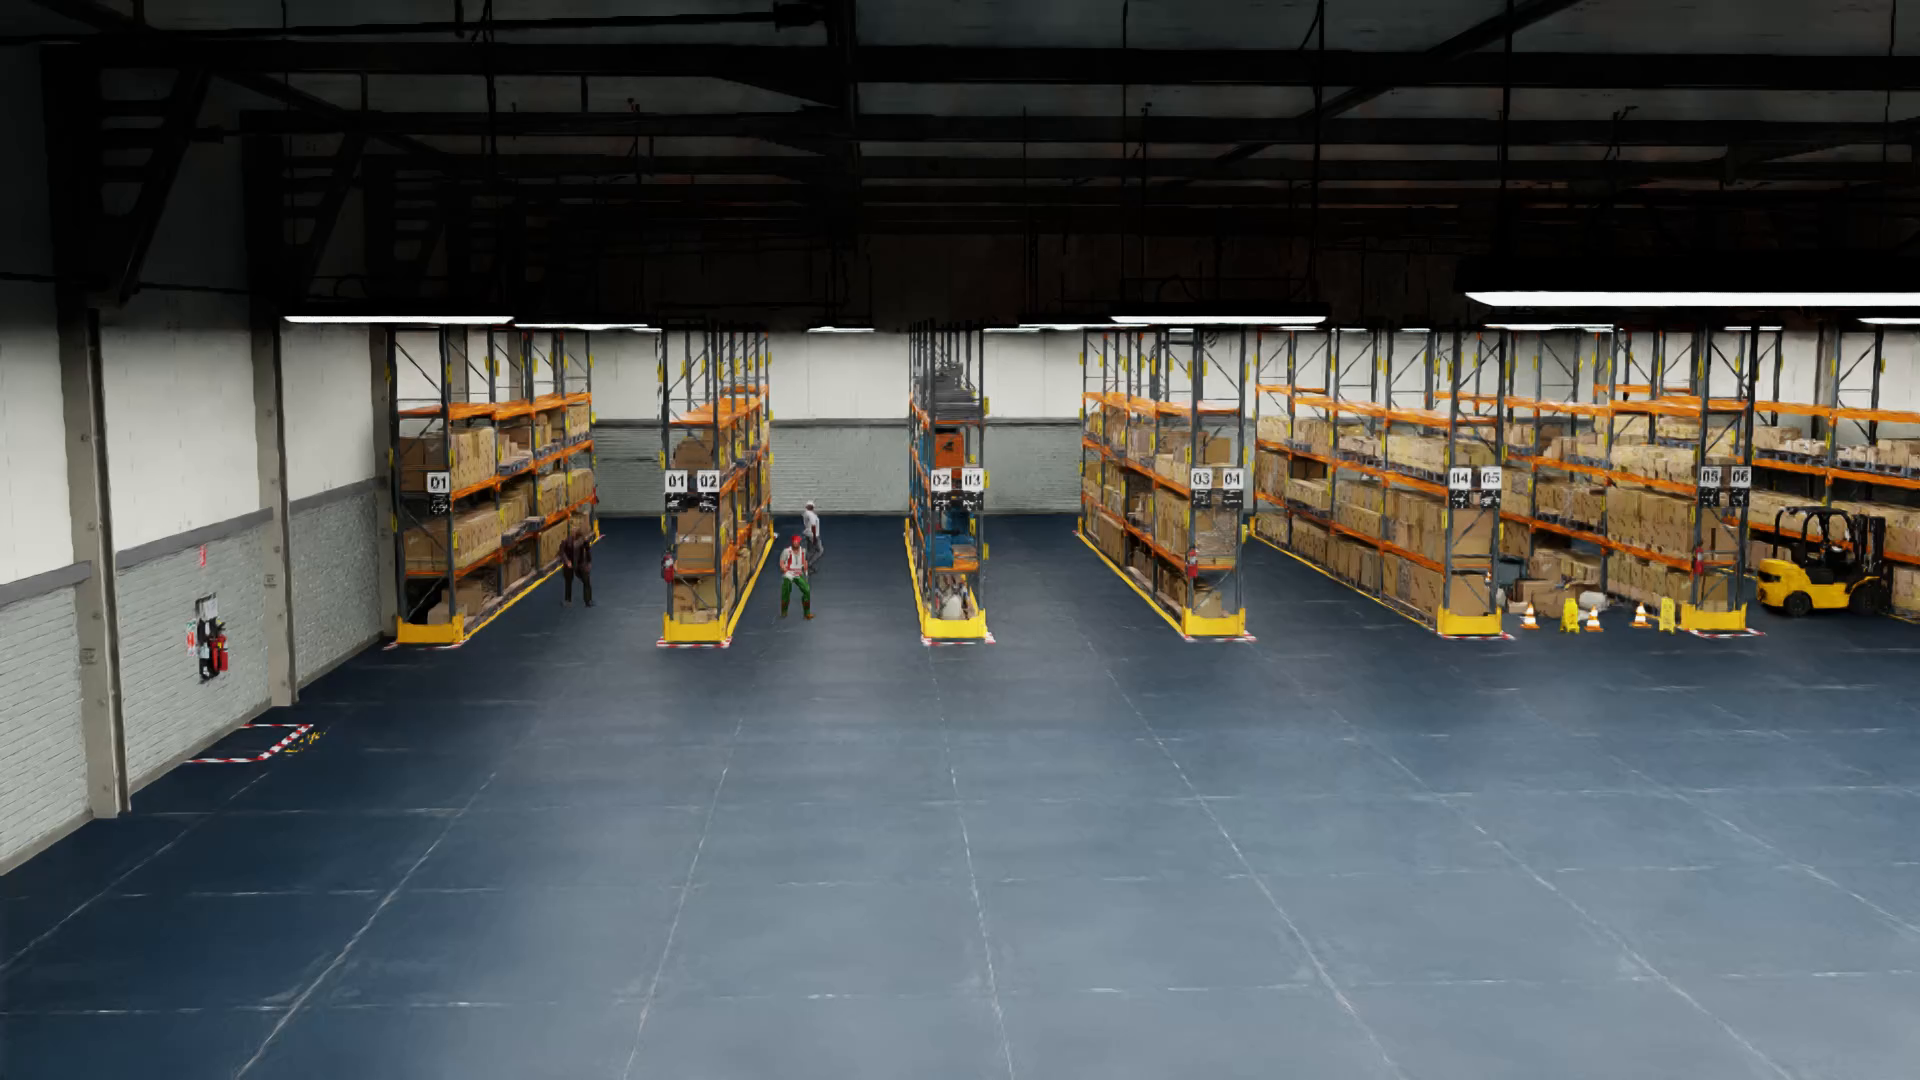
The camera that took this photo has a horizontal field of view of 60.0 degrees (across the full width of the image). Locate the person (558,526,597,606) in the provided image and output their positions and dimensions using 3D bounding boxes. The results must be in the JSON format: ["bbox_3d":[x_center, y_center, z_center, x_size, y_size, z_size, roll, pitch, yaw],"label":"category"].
[{"bbox_3d":[-8.108,0.504,35.074,0.728,1.652,0.893,-2,7,-19],"label":"person"}]

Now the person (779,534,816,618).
[{"bbox_3d":[-3.337,0.727,33.512,0.673,1.730,0.769,-3,8,-23],"label":"person"}]

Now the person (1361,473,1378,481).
[{"bbox_3d":[12.581,-1.443,50.940,0.496,1.784,0.636,-6,9,-39],"label":"person"}]

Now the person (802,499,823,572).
[{"bbox_3d":[-3.583,-0.097,40.048,0.457,1.763,0.609,-4,8,-27],"label":"person"}]
